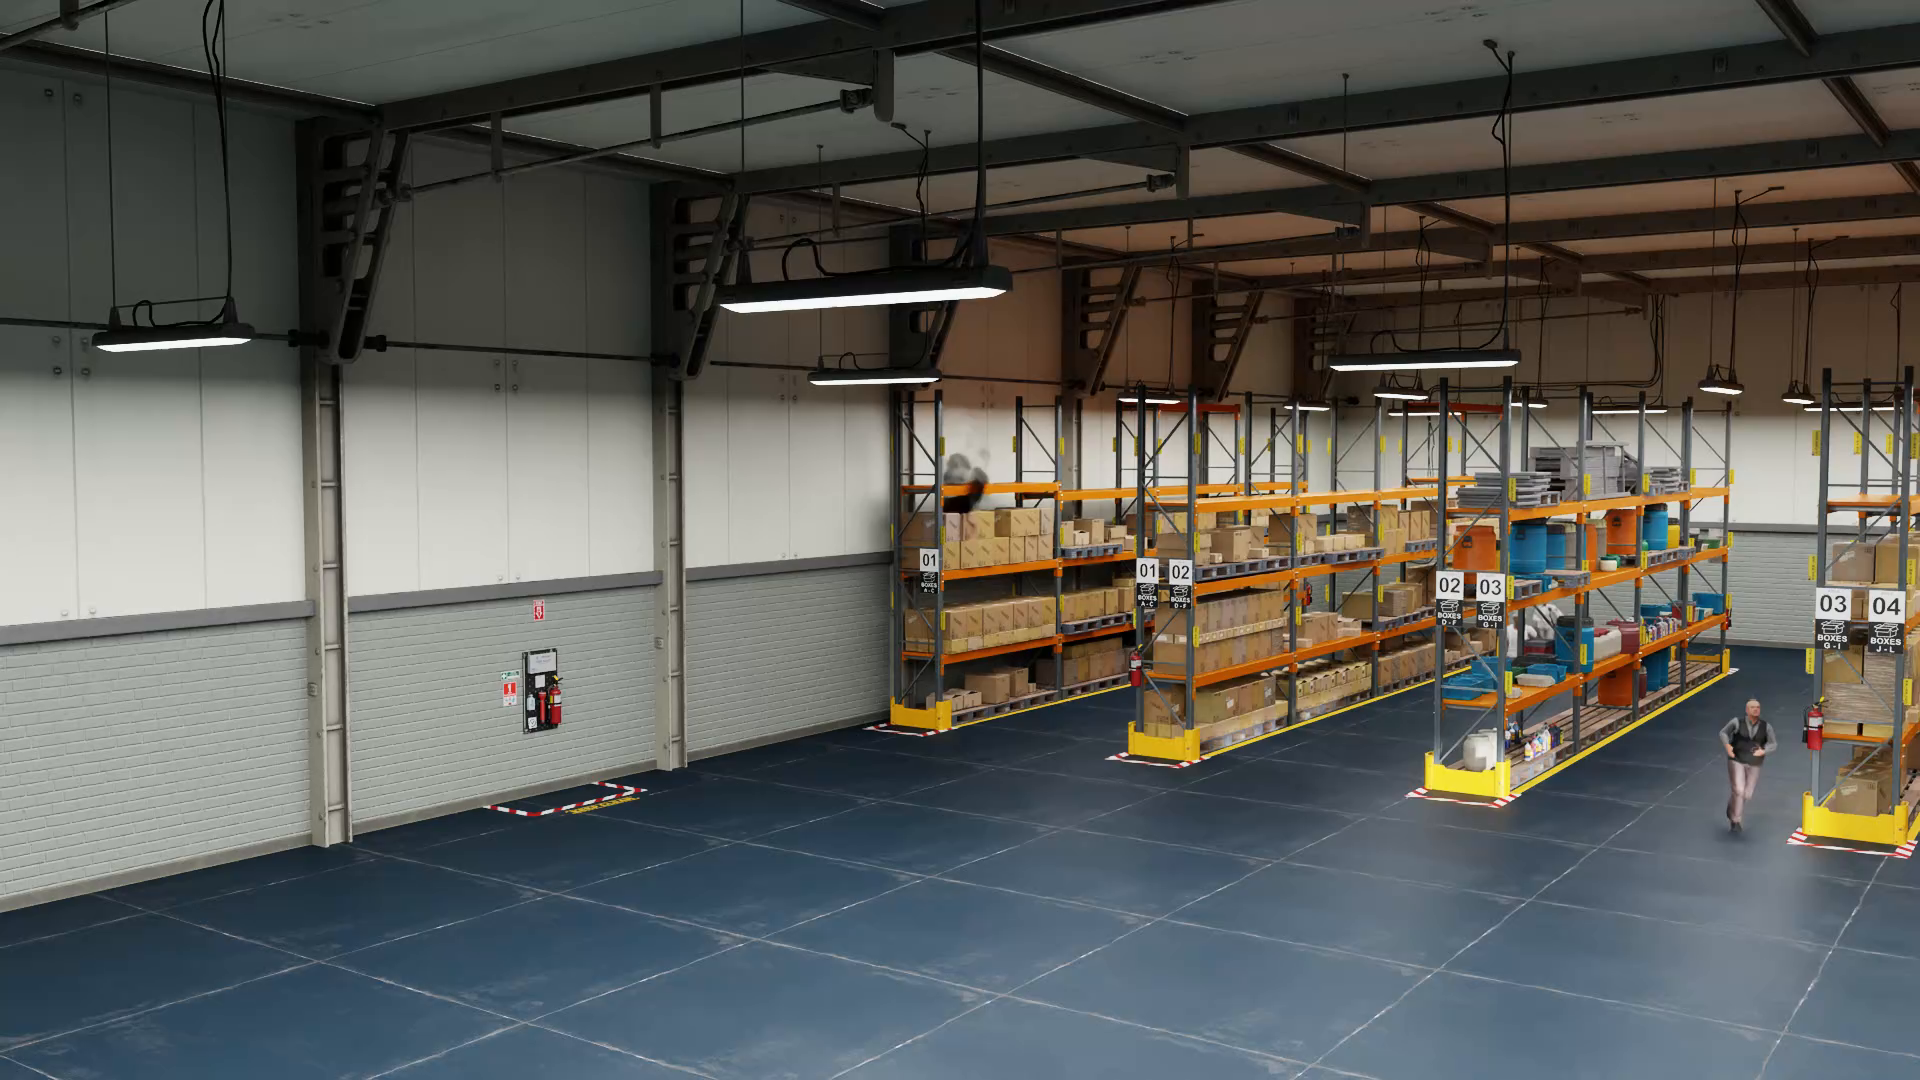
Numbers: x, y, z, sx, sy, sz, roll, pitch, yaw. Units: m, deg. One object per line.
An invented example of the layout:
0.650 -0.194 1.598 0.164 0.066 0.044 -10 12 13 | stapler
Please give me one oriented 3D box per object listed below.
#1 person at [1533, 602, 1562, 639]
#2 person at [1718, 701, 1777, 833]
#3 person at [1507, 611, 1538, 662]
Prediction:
13.372 2.048 37.937 0.555 1.722 0.649 3 4 38 | person
10.347 2.949 21.851 0.696 1.706 0.804 1 3 16 | person
10.900 2.295 32.535 0.676 1.822 0.780 2 4 33 | person
